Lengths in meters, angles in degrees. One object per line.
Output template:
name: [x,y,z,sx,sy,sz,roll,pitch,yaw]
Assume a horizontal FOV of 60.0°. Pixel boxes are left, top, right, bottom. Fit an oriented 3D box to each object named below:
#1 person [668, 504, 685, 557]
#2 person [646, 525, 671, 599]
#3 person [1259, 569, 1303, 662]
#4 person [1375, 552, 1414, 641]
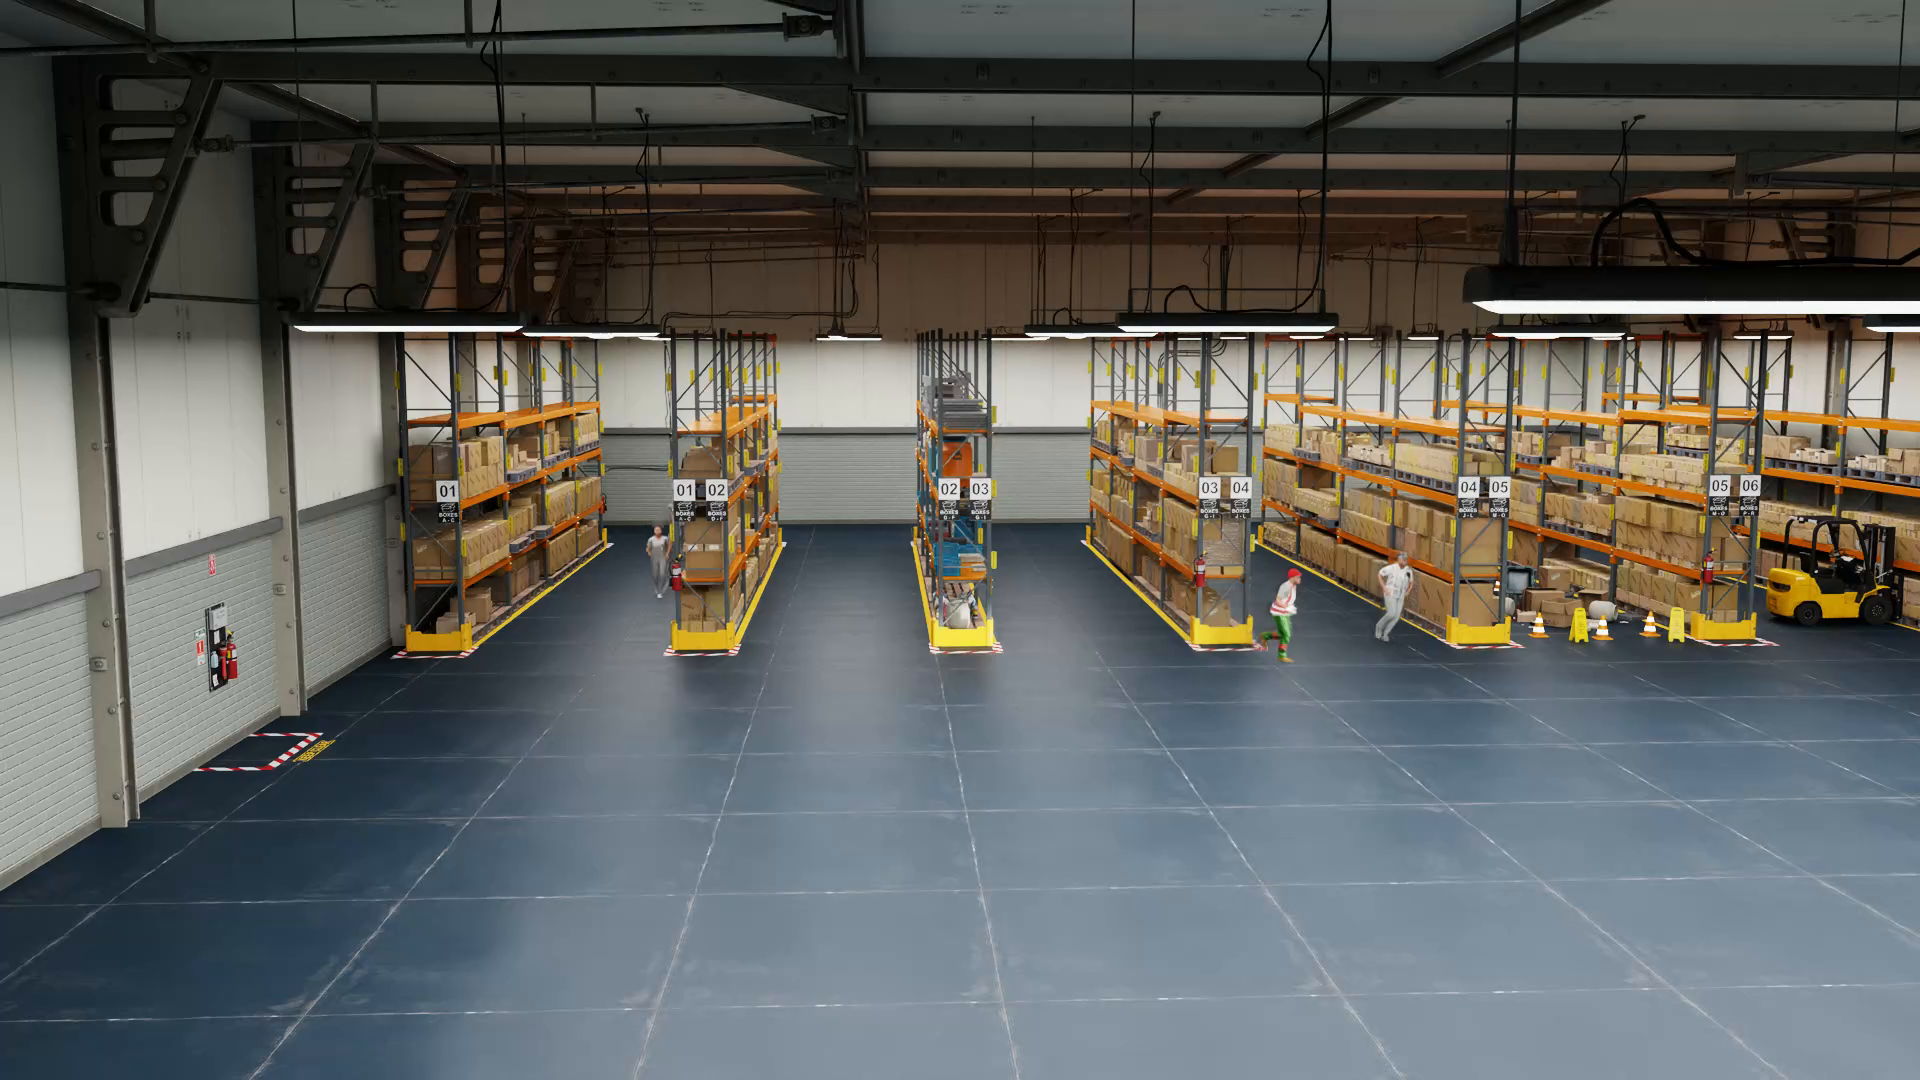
person: [-7.574,-0.405,45.140,0.699,1.733,1.044,-1,7,-11]
person: [-6.829,0.466,37.728,0.553,1.644,0.875,-1,7,-8]
person: [5.787,1.357,30.059,0.816,1.712,0.654,5,8,35]
person: [8.455,1.087,32.161,0.715,1.739,0.550,-2,7,-18]
